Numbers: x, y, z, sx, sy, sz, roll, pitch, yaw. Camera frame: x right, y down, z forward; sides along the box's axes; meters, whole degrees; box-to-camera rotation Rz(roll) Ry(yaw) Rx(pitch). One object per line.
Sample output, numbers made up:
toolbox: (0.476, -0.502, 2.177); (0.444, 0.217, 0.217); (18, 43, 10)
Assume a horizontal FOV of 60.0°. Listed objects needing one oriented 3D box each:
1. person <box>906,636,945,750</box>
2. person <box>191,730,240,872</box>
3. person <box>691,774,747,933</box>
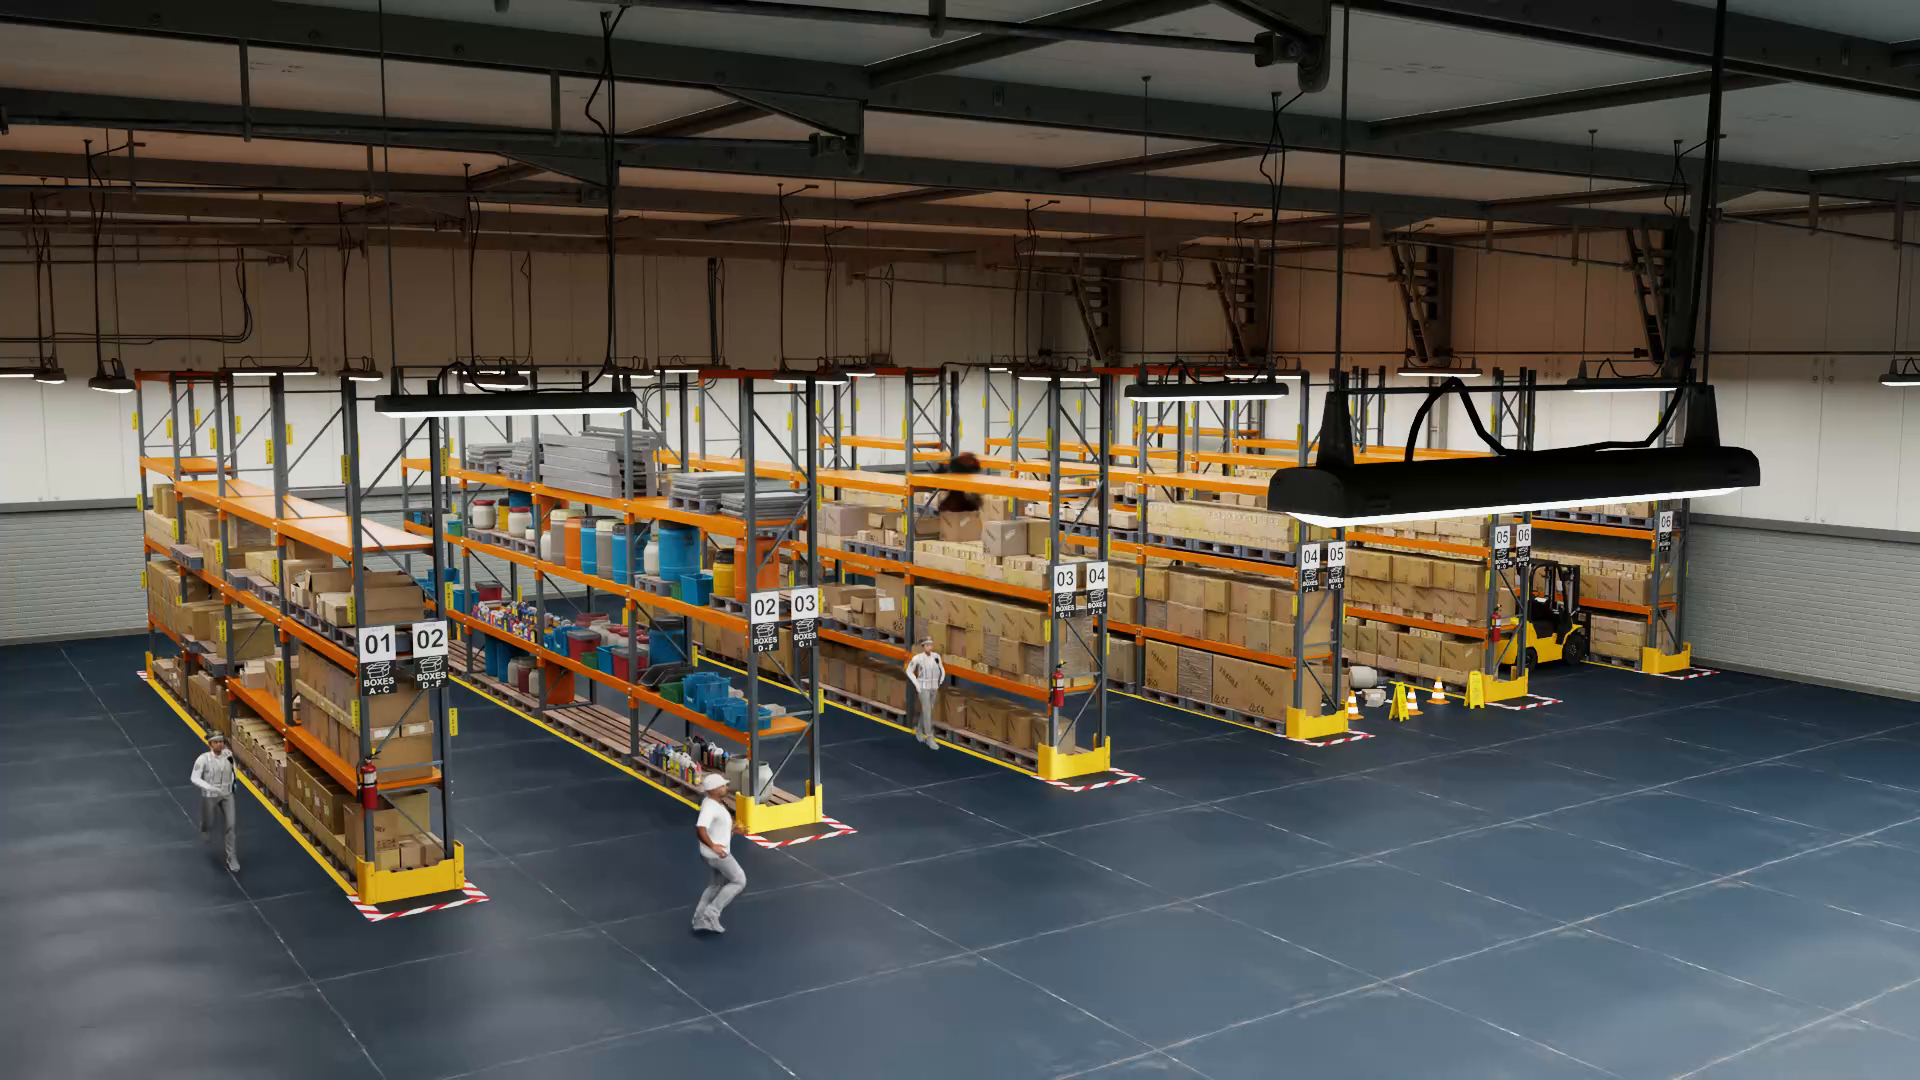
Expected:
person: (-0.502, 2.307, 25.602); (0.608, 1.719, 0.773); (-4, 7, -30)
person: (-9.238, 3.189, 20.633); (0.568, 1.690, 1.092); (-5, 8, -36)
person: (-2.618, 3.413, 18.183); (0.645, 1.742, 0.675); (-2, 7, -16)
